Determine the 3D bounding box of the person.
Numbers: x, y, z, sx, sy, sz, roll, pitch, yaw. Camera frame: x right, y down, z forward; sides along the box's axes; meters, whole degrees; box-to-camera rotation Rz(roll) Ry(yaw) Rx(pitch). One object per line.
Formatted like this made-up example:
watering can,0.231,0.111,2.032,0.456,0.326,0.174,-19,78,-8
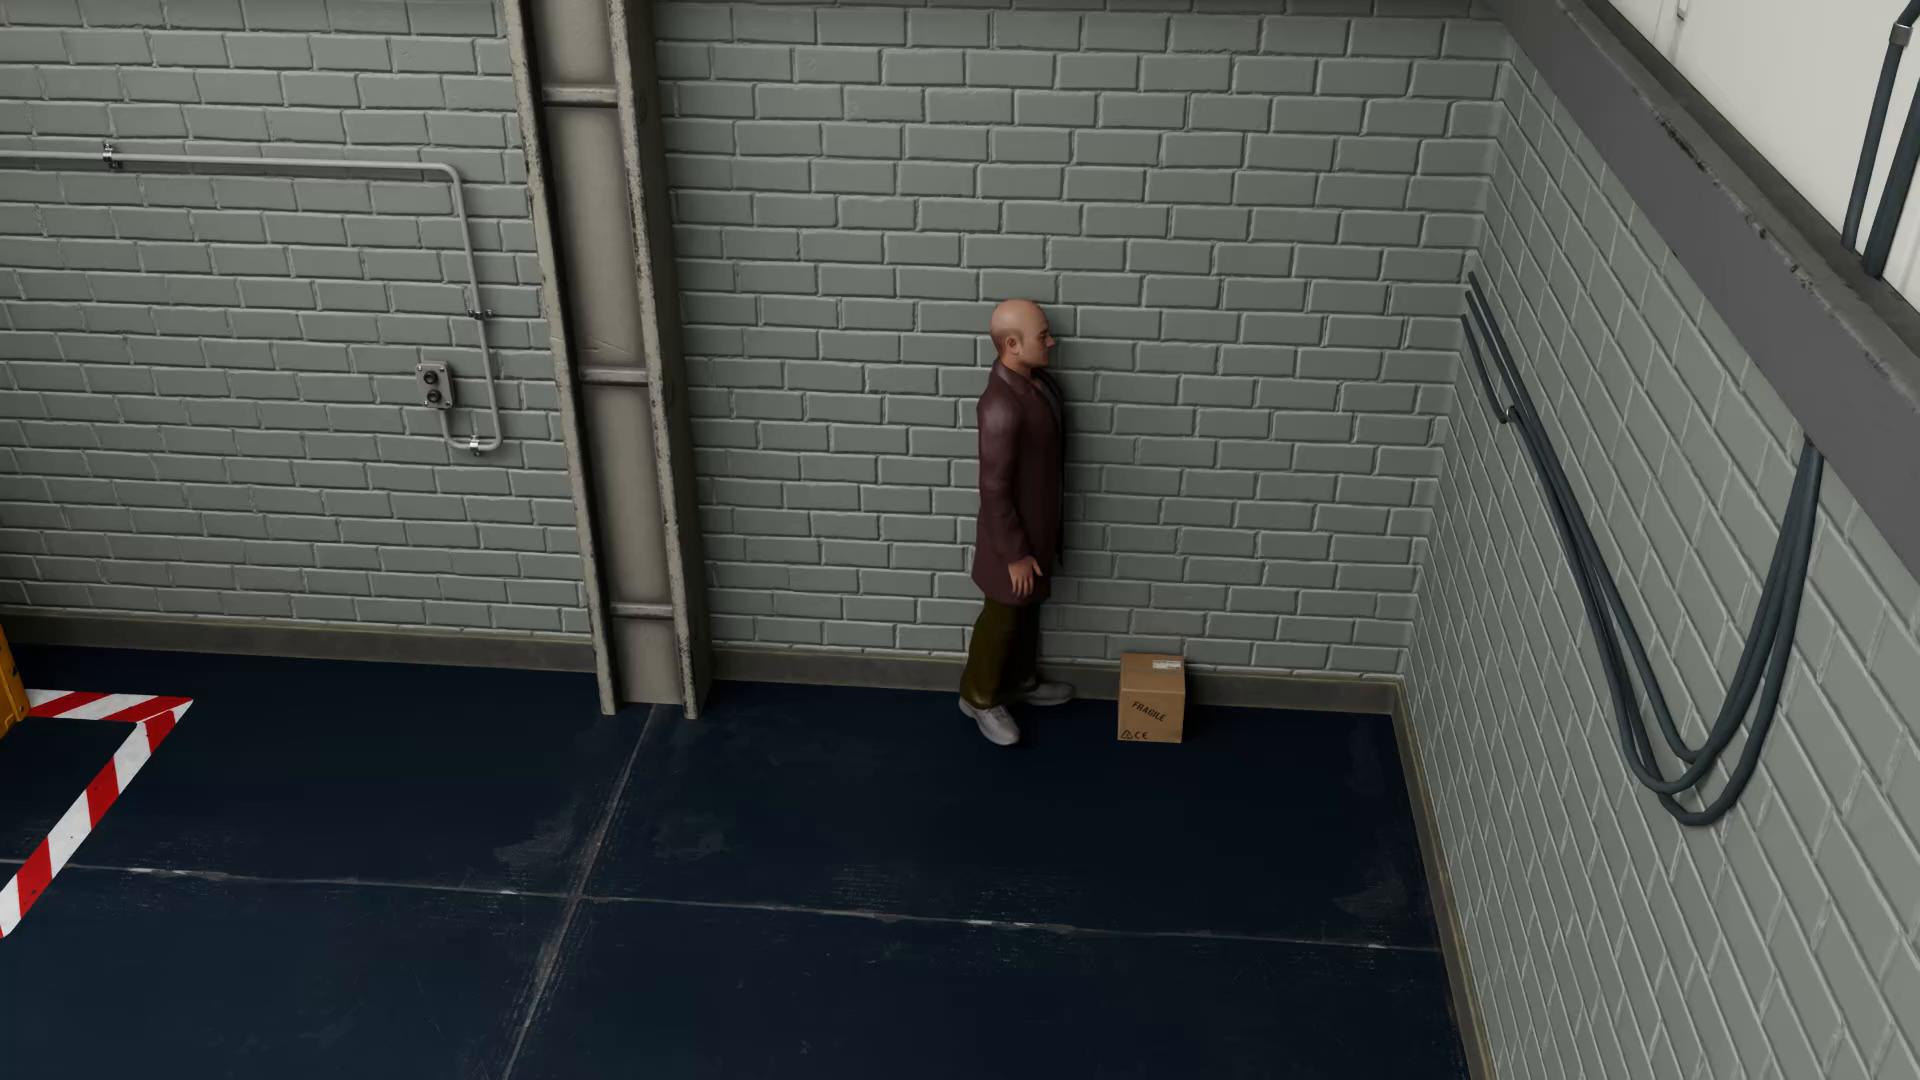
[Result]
person,0.215,-0.060,6.215,0.450,1.778,0.647,6,32,10
